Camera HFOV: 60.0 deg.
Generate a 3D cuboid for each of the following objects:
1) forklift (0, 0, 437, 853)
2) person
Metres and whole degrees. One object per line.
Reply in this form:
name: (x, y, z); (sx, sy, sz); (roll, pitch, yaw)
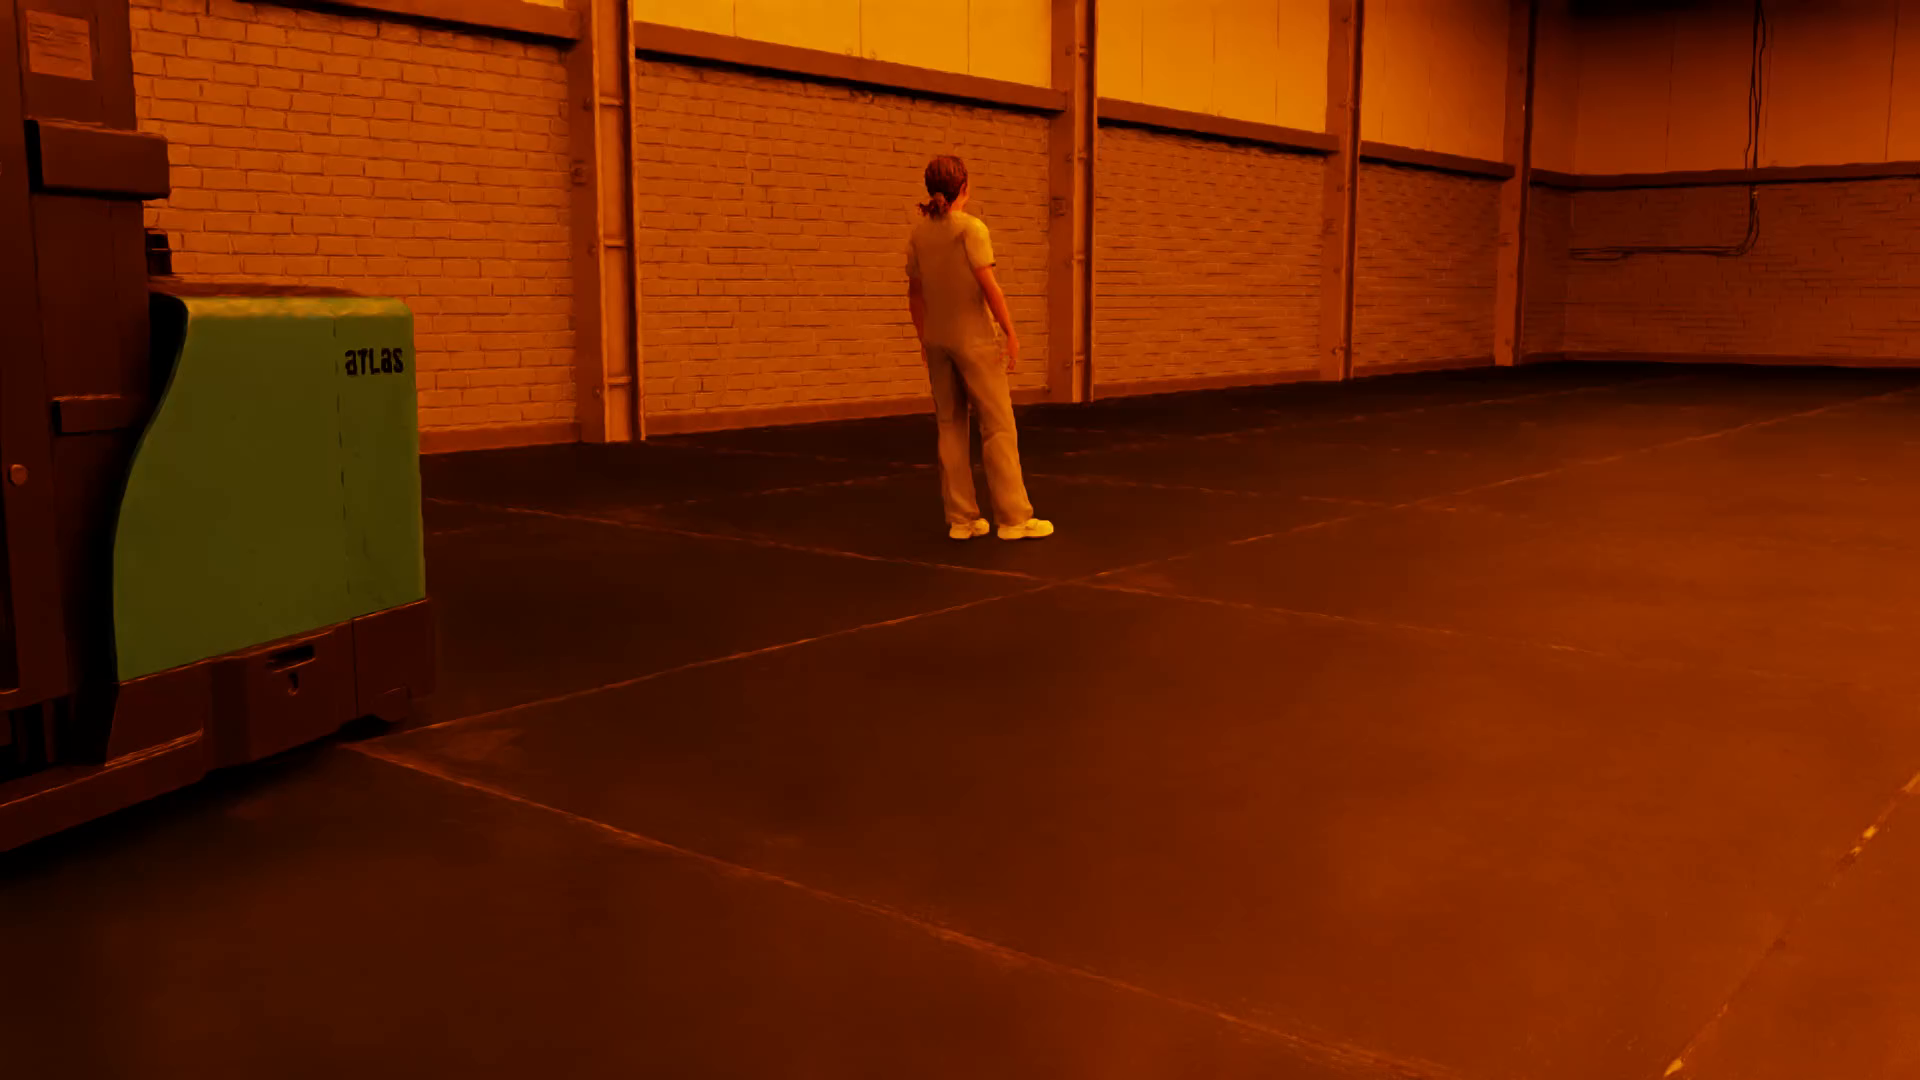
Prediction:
forklift: (-2.308, -0.820, 2.887); (1.130, 2.935, 3.031); (3, 9, 19)
person: (0.062, -0.839, 7.338); (0.550, 1.663, 0.532); (7, 11, 38)
